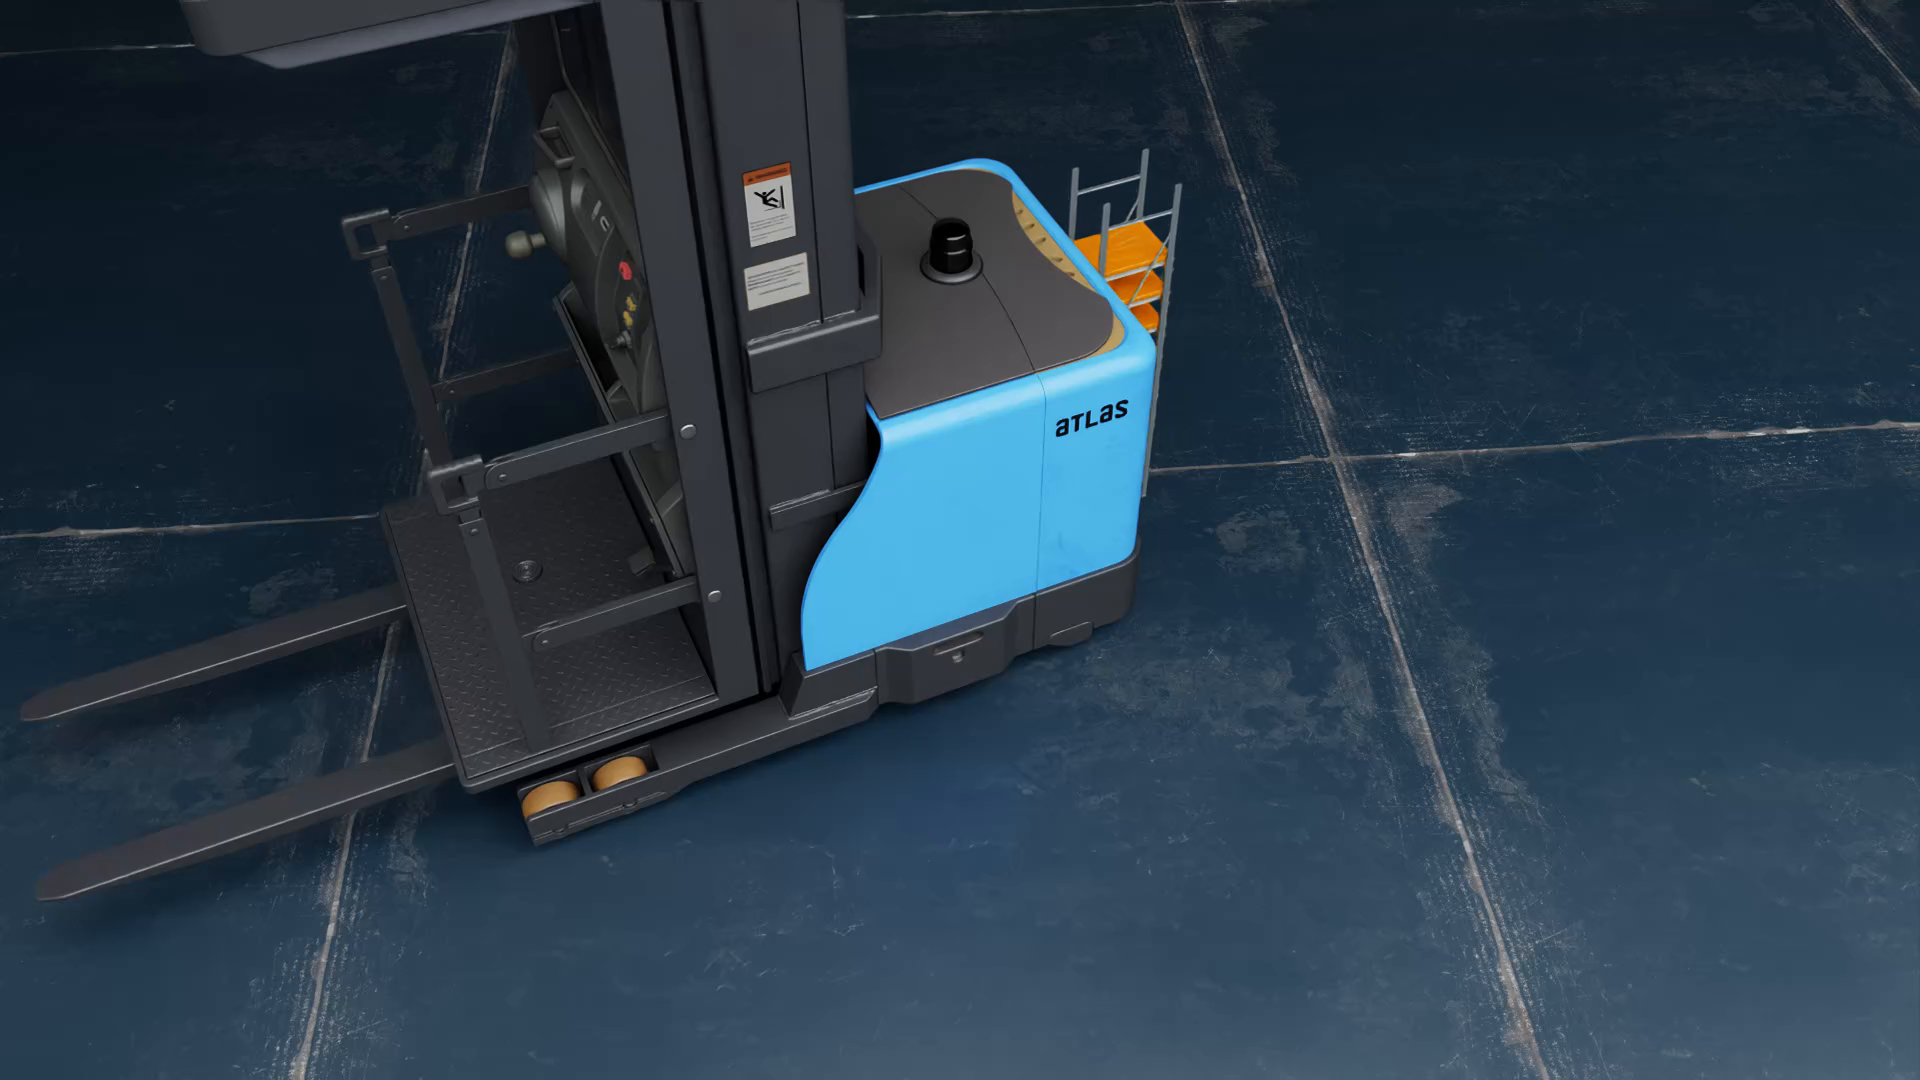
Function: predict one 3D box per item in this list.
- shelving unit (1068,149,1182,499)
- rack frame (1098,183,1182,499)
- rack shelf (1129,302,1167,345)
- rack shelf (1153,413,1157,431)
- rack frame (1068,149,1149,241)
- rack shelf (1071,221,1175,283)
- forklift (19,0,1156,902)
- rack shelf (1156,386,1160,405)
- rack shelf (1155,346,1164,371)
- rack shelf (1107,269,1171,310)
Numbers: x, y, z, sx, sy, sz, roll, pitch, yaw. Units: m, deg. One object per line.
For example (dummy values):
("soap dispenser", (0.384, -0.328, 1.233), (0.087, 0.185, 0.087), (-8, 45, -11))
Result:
("shelving unit", (0.454, -0.579, 4.972), (0.258, 1.200, 0.189), (-18, 49, -17))
("rack frame", (0.492, -0.518, 4.914), (0.240, 1.200, 0.006), (-18, 49, -17))
("rack shelf", (0.454, -0.631, 4.917), (0.258, 0.103, 0.180), (-18, 49, -17))
("rack shelf", (0.453, -0.383, 5.178), (0.258, 0.103, 0.180), (-18, 49, -17))
("rack frame", (0.416, -0.639, 5.029), (0.240, 1.200, 0.006), (-18, 49, -17))
("rack shelf", (0.454, -0.796, 4.743), (0.258, 0.103, 0.180), (-18, 49, -17))
("forklift", (-1.039, -0.641, 3.838), (3.031, 2.935, 1.130), (-18, 49, -17))
("rack shelf", (0.453, -0.466, 5.091), (0.258, 0.103, 0.180), (-18, 49, -17))
("rack shelf", (0.454, -0.548, 5.004), (0.258, 0.103, 0.180), (-18, 49, -17))
("rack shelf", (0.454, -0.713, 4.830), (0.258, 0.103, 0.180), (-18, 49, -17))
